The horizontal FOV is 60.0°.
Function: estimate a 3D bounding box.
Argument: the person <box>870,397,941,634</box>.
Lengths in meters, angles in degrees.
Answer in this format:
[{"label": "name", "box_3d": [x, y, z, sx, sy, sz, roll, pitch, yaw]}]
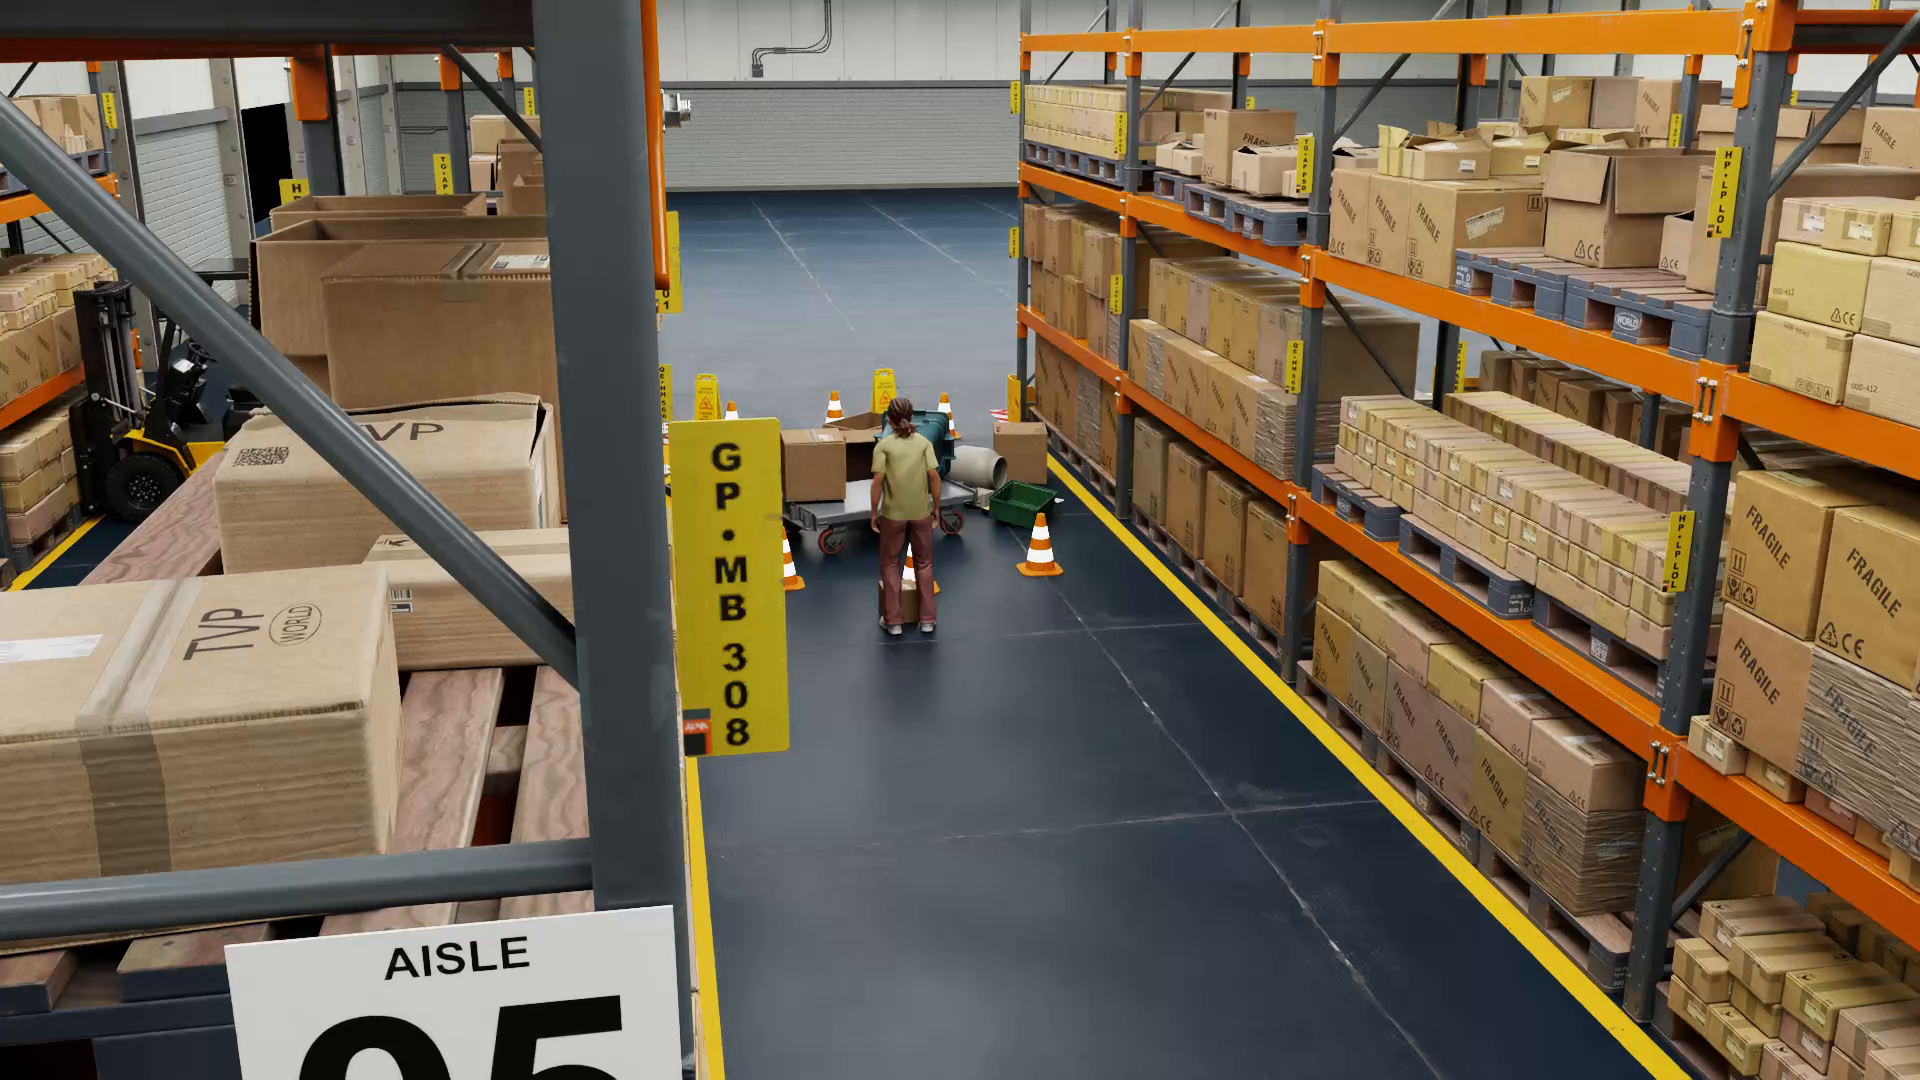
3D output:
[{"label": "person", "box_3d": [-0.387, -0.168, 11.609, 0.499, 1.673, 0.356, -4, 17, -13]}]
